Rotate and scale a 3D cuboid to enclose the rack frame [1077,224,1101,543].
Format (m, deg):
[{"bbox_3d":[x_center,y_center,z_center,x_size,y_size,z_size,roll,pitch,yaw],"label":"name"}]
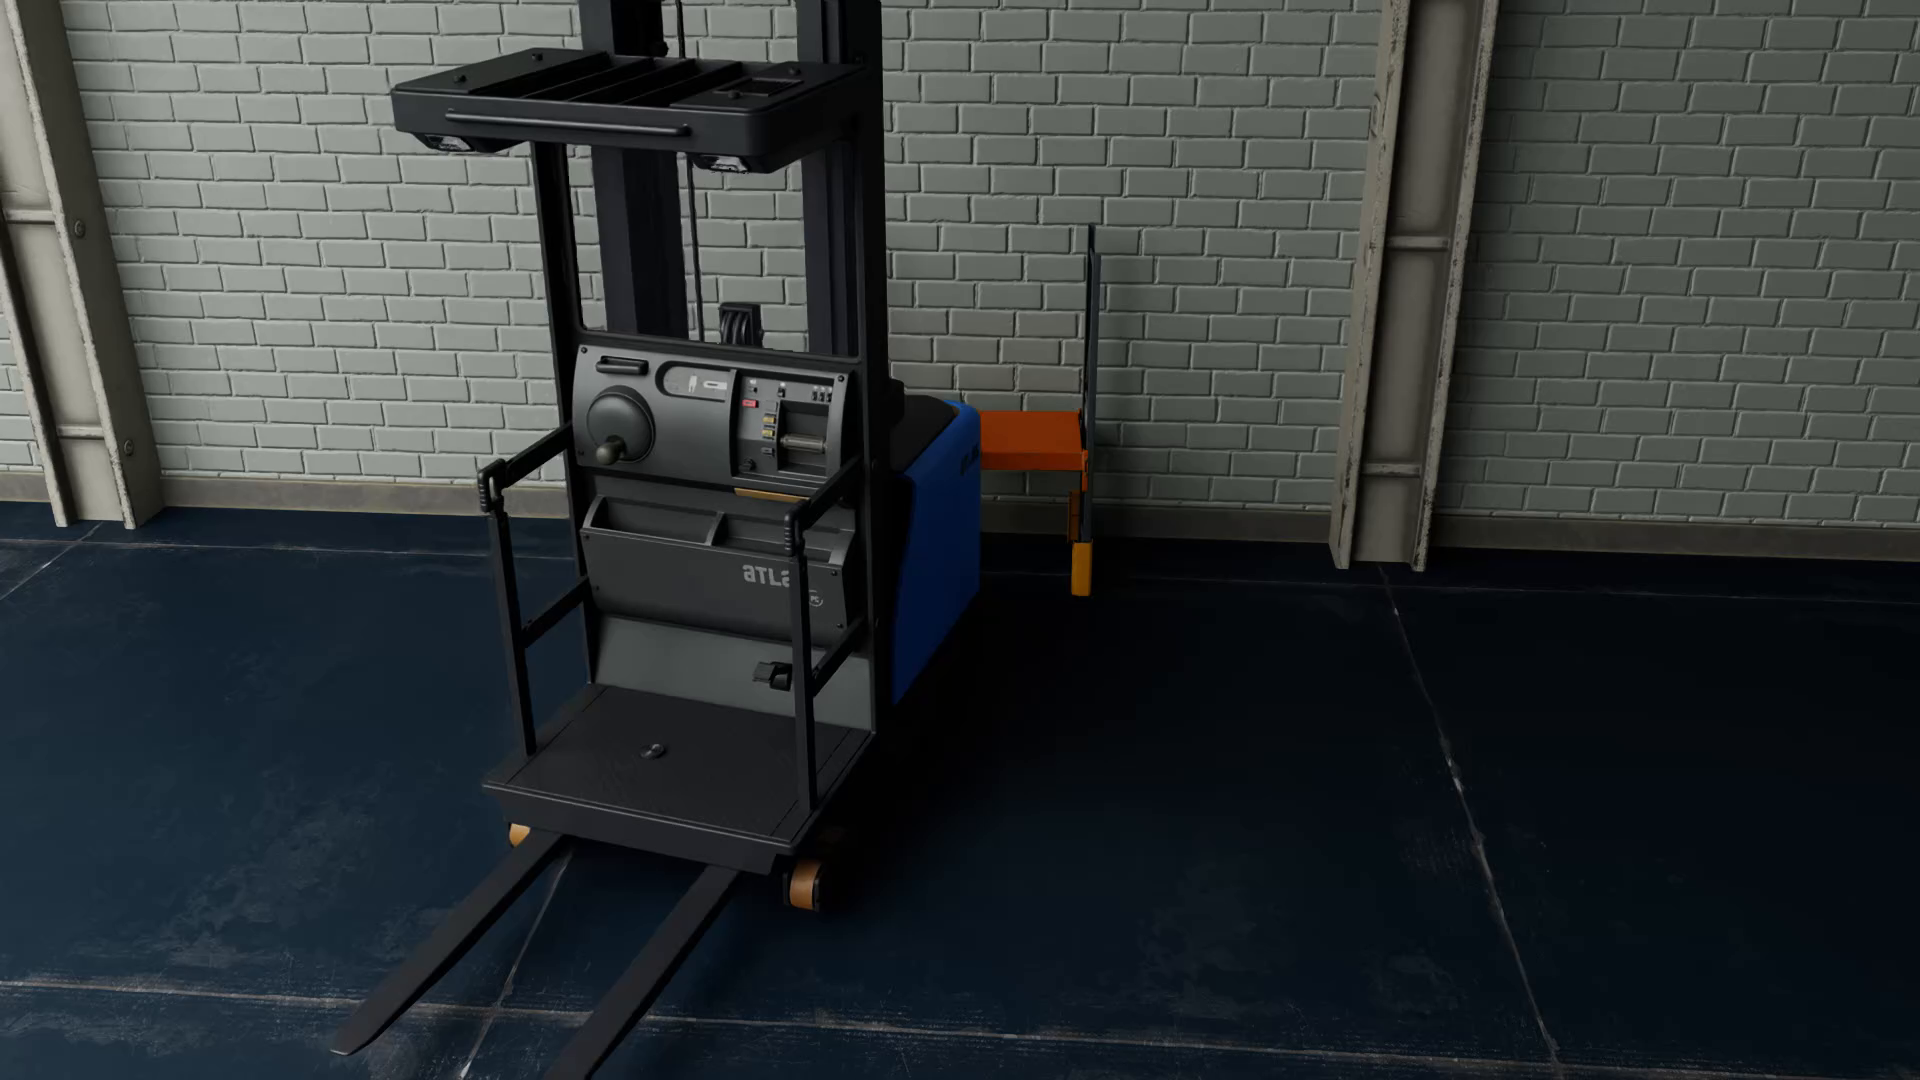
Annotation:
[{"bbox_3d":[0.554,-0.561,7.175,0.032,1.500,0.500,1,25,1],"label":"rack frame"}]

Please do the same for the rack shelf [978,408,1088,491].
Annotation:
[{"bbox_3d":[0.046,-0.403,7.263,1.000,0.185,0.538,1,25,1],"label":"rack shelf"}]

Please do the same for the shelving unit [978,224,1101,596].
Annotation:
[{"bbox_3d":[0.037,-0.567,7.188,1.083,1.500,0.587,1,25,1],"label":"shelving unit"}]

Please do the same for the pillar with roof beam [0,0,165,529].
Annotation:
[{"bbox_3d":[-4.411,-2.416,2.235,0.400,9.000,9.100,2,25,4],"label":"pillar with roof beam"}]

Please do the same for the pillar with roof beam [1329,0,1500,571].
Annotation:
[{"bbox_3d":[1.571,-2.224,1.818,0.400,9.000,9.100,2,25,4],"label":"pillar with roof beam"}]

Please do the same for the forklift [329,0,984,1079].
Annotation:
[{"bbox_3d":[-0.852,-0.357,5.020,1.130,2.935,3.031,8,26,17],"label":"forklift"}]

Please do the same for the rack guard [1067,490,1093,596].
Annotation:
[{"bbox_3d":[0.535,0.007,7.437,0.087,0.250,0.587,1,25,1],"label":"rack guard"}]
